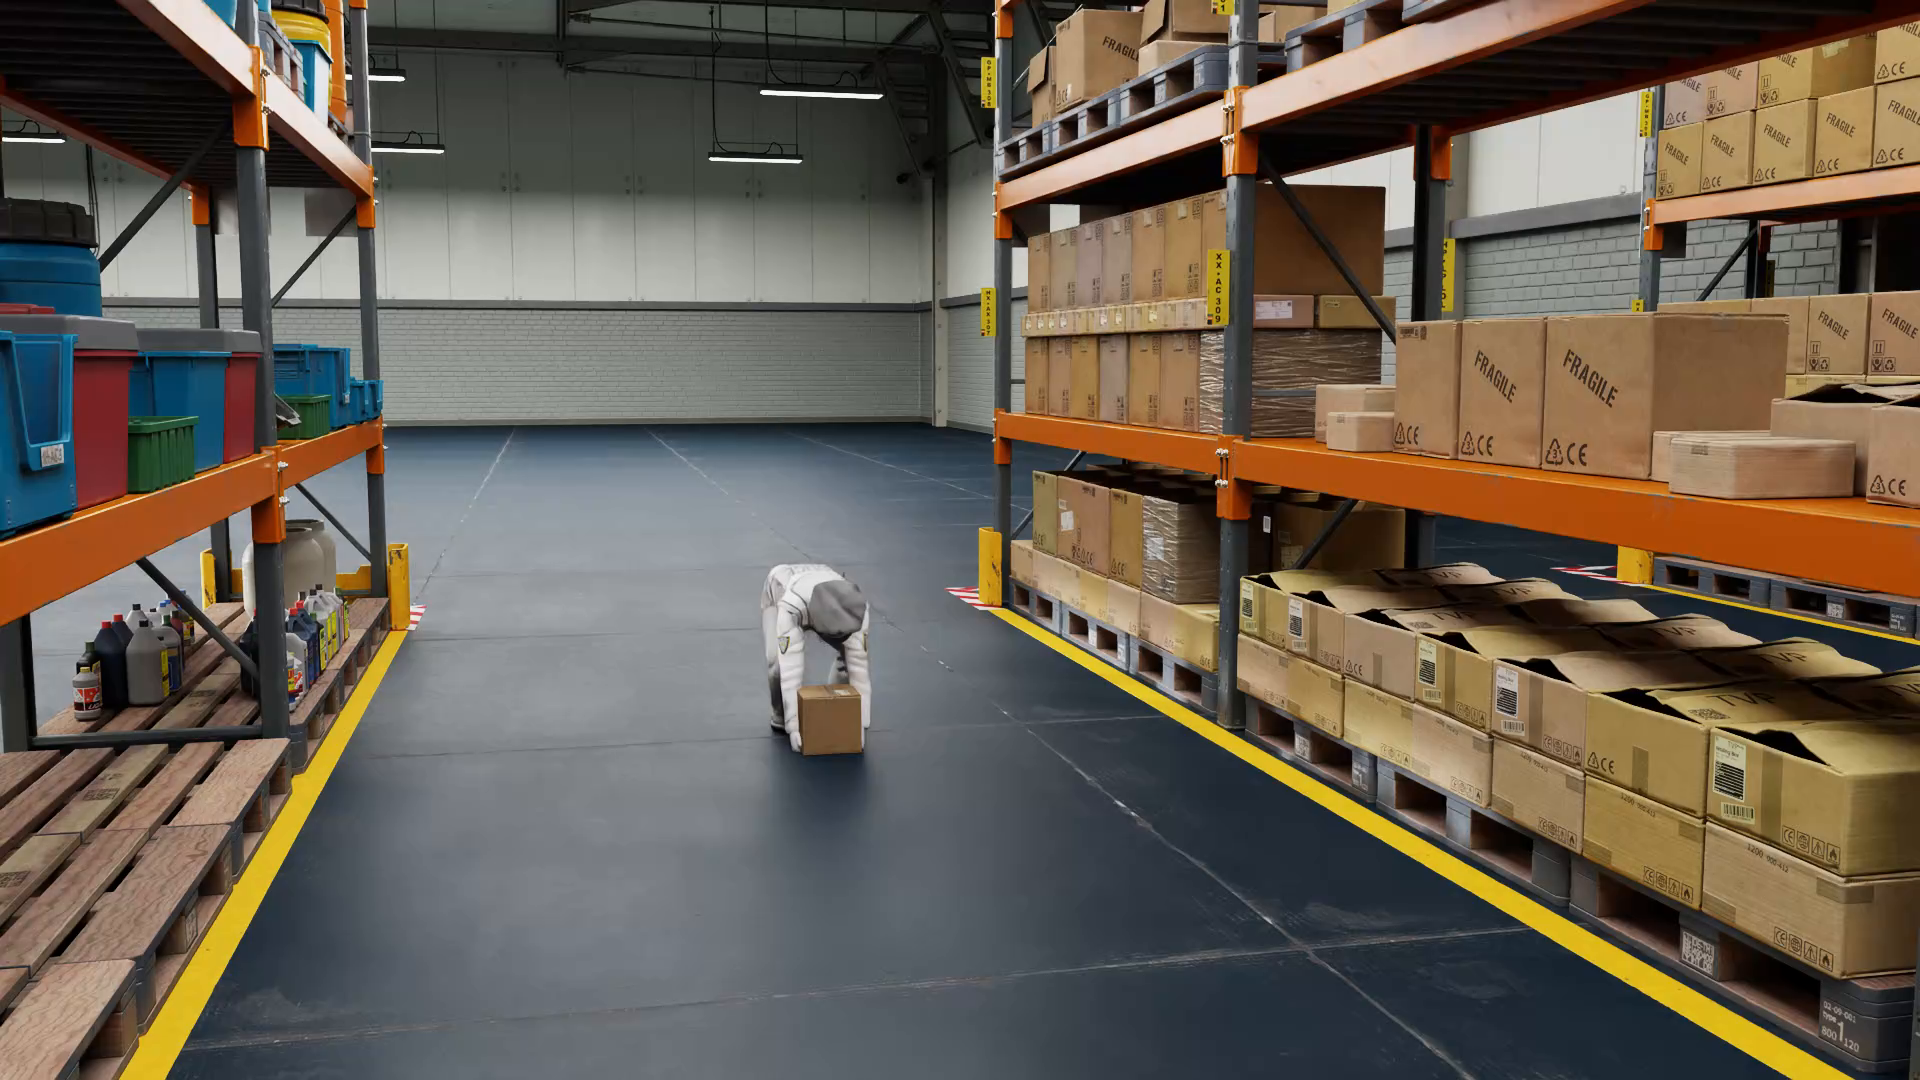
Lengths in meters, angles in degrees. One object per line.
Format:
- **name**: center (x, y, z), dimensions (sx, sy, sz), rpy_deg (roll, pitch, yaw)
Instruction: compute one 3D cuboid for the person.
- **person**: center (-0.636, 0.501, 7.401), dimensions (0.459, 0.760, 0.914), rpy_deg (-2, 6, -15)
